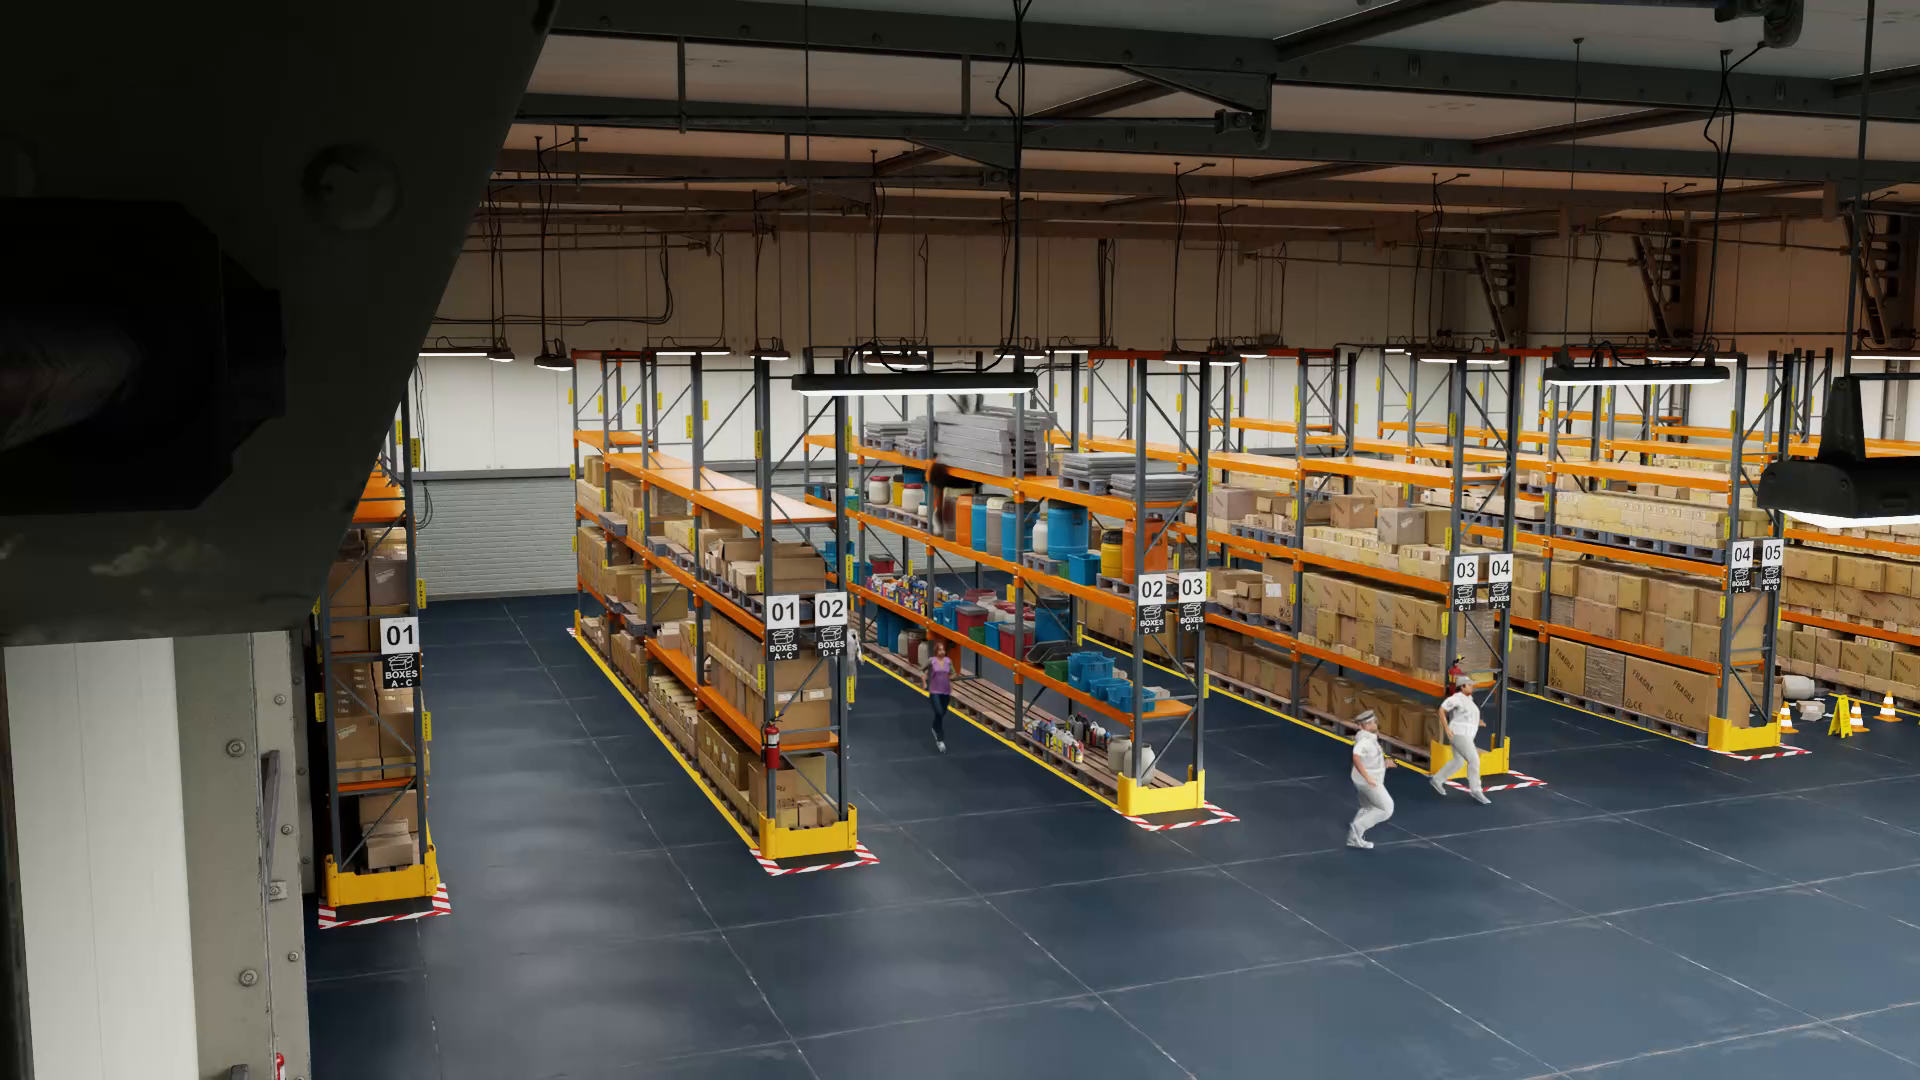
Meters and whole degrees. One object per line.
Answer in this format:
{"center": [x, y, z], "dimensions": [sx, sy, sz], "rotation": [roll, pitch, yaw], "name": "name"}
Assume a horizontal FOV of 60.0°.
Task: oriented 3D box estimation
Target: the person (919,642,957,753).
{"center": [-0.319, 2.365, 25.465], "dimensions": [0.518, 1.630, 0.783], "rotation": [-3, 8, -23], "name": "person"}

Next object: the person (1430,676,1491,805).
{"center": [6.899, 2.699, 22.692], "dimensions": [0.844, 1.648, 0.616], "rotation": [5, 9, 33], "name": "person"}

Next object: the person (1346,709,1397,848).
{"center": [5.066, 2.936, 20.395], "dimensions": [0.602, 1.735, 0.657], "rotation": [0, 7, 4], "name": "person"}

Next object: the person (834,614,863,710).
{"center": [-1.957, 2.038, 28.128], "dimensions": [0.598, 1.645, 0.584], "rotation": [-4, 8, -29], "name": "person"}
